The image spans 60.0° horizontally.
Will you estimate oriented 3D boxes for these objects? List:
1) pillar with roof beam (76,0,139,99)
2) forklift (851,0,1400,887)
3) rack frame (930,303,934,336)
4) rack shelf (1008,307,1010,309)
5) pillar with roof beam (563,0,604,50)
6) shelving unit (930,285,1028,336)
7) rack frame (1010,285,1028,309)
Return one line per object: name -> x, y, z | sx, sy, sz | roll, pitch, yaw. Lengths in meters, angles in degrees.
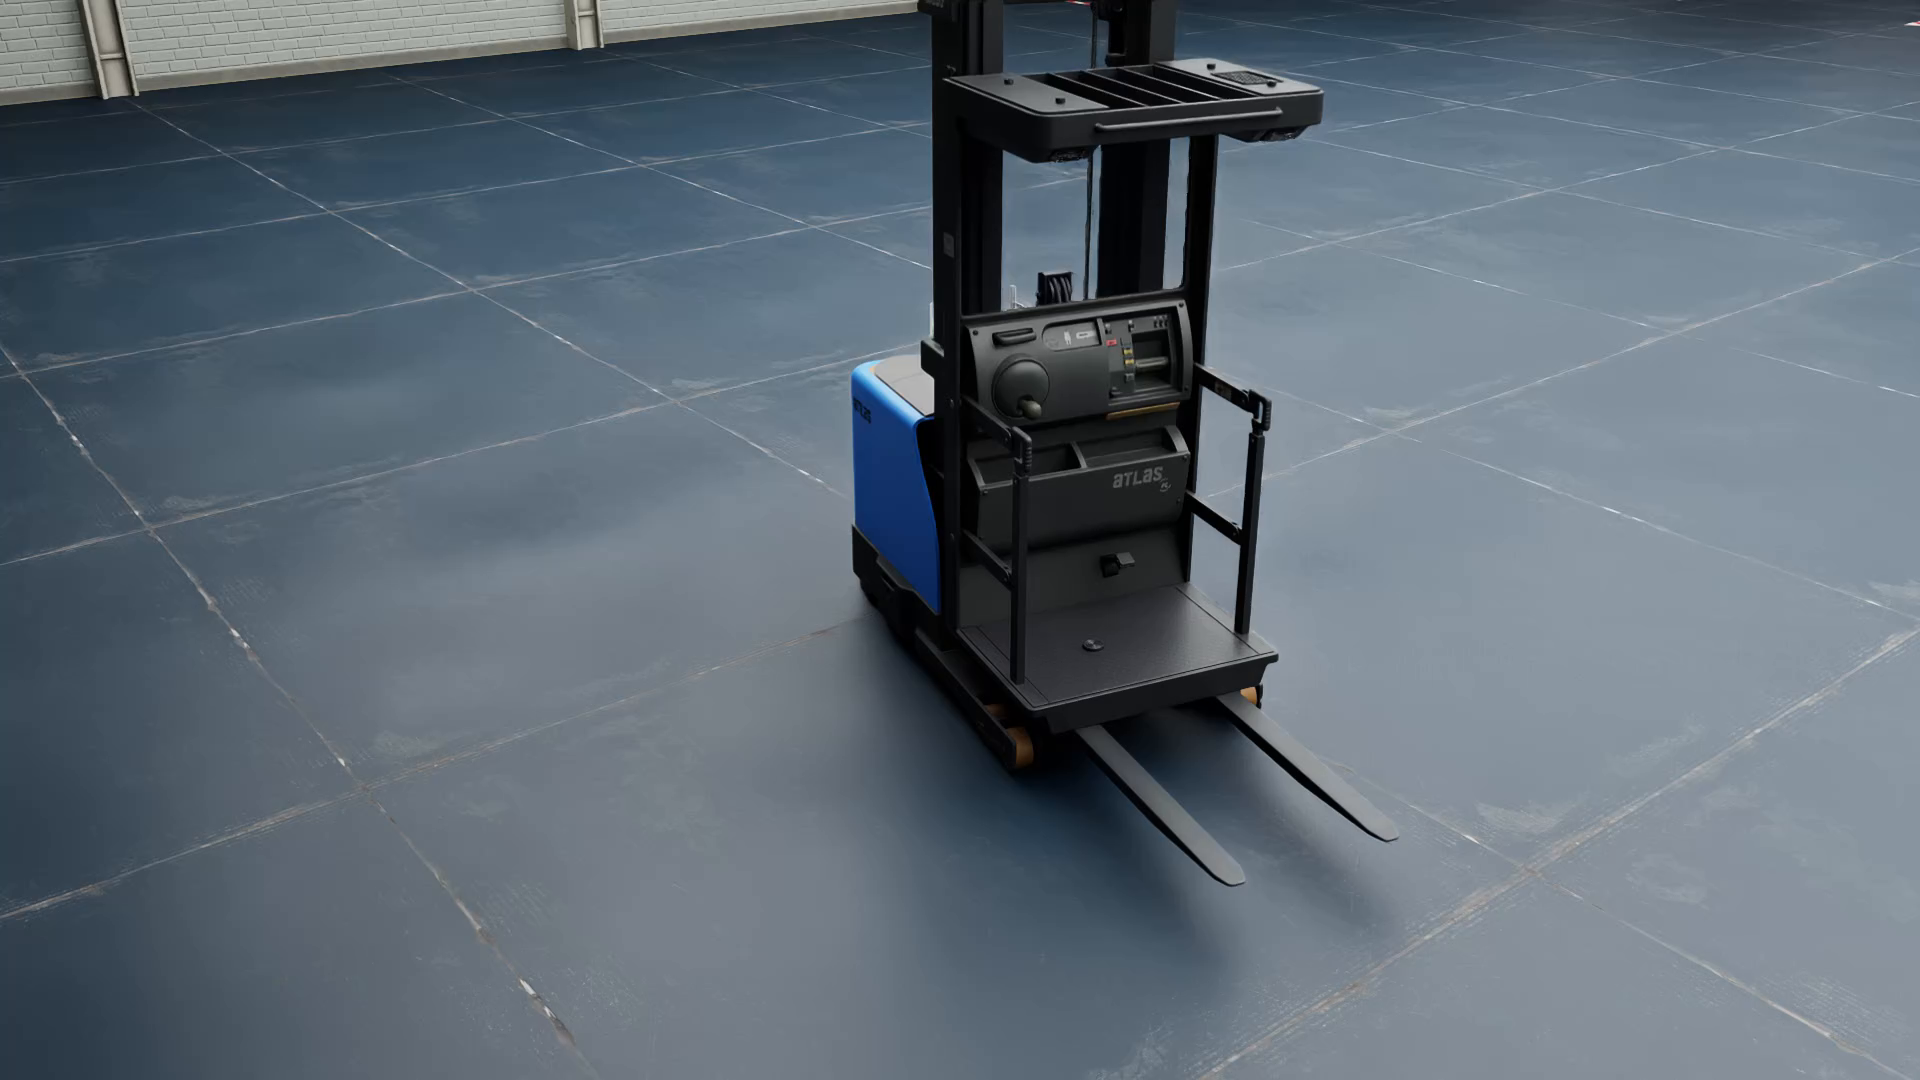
pillar with roof beam -> -7.197, -7.859, 14.495 | 0.400, 9.000, 9.100 | -18, 31, -34
forklift -> 0.559, -0.658, 6.185 | 1.130, 2.935, 3.031 | -11, 27, -22
rack frame -> -0.062, -0.524, 7.953 | 0.015, 1.200, 0.240 | -18, 31, -34
rack shelf -> 0.130, -0.965, 7.915 | 0.480, 0.148, 0.258 | -18, 31, -34
pillar with roof beam -> -2.476, -9.418, 17.853 | 0.400, 9.000, 9.100 | -18, 31, -34
shelving unit -> 0.130, -0.587, 8.090 | 0.503, 1.200, 0.258 | -18, 31, -34
rack frame -> 0.322, -0.651, 8.227 | 0.015, 1.200, 0.240 | -18, 31, -34
